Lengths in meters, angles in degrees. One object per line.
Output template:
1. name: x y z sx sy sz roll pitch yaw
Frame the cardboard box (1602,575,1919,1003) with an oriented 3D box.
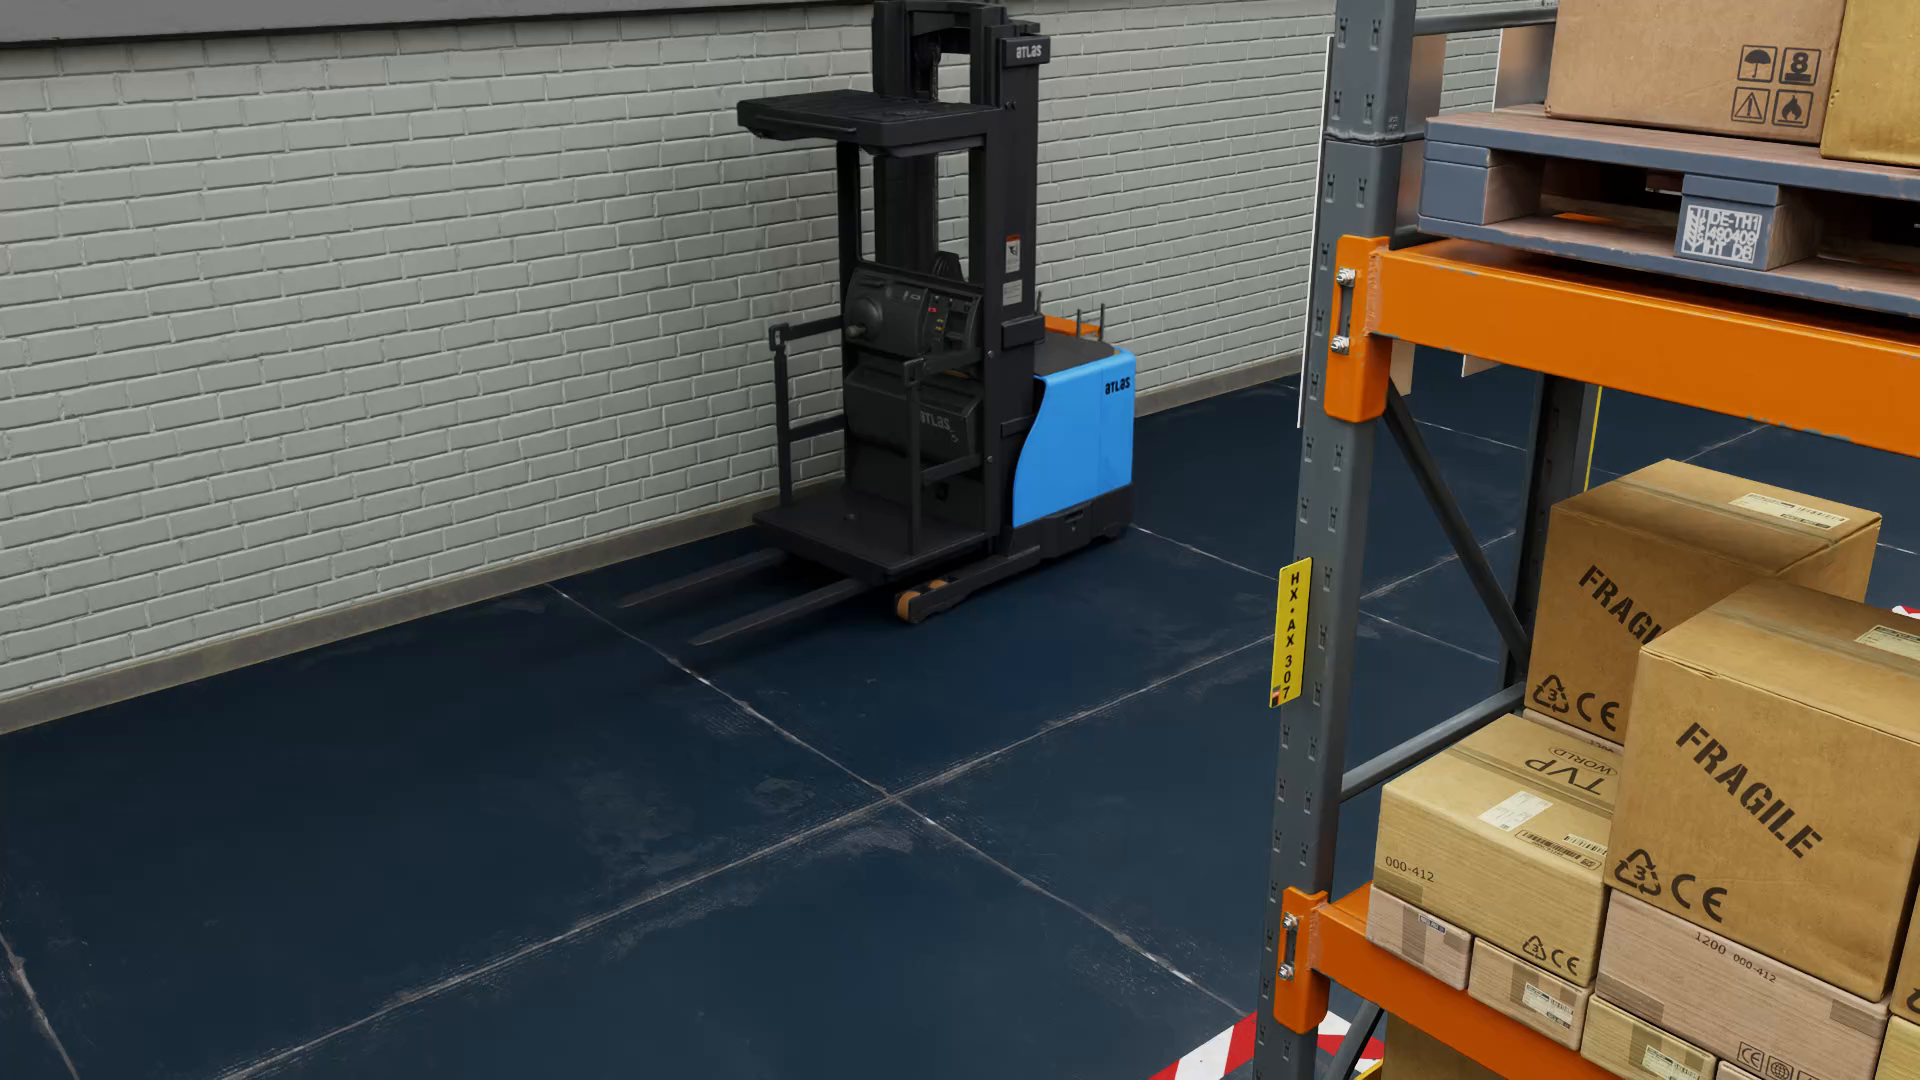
1. cardboard box: 1.568 0.427 3.050 0.500 0.500 0.500 -18 28 -39

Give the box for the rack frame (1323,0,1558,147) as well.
1. rack frame: 1.133 -2.283 2.975 1.000 3.000 0.127 -17 27 -37

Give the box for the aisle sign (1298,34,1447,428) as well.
1. aisle sign: 0.858 -0.649 3.463 0.394 0.787 0.004 -17 27 -37

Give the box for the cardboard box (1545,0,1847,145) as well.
1. cardboard box: 1.513 -1.044 3.075 0.700 0.500 0.500 -20 29 -41

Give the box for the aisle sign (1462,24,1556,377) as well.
1. aisle sign: 1.313 -0.792 3.828 0.394 0.787 0.004 -17 27 -37

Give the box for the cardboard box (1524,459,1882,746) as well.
1. cardboard box: 1.650 0.164 3.721 0.500 0.500 0.500 -17 27 -37

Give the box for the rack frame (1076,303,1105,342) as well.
1. rack frame: 0.753 -0.795 9.859 0.015 1.200 0.240 19 27 40

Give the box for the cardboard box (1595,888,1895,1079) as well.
1. cardboard box: 1.586 0.780 3.177 0.500 0.250 0.500 -18 28 -38

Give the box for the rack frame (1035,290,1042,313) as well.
1. rack frame: 0.397 -0.916 10.170 0.015 1.200 0.240 19 27 40

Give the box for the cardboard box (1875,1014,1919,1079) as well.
1. cardboard box: 1.911 0.920 2.820 0.500 0.250 0.500 -19 28 -39

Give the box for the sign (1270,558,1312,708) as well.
1. sign: 0.708 0.200 3.564 0.100 0.325 0.005 -17 27 -37

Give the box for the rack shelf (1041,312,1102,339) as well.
1. rack shelf: 0.581 -1.224 9.877 0.480 0.148 0.258 19 27 40

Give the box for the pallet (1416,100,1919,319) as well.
1. pallet: 1.625 -0.643 3.021 1.003 0.211 1.213 -17 27 -37

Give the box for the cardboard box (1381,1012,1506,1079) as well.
1. cardboard box: 1.611 1.462 3.977 0.875 0.875 0.875 -17 27 -37

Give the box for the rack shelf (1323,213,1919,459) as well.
1. rack shelf: 2.438 0.001 2.242 1.077 0.370 4.000 -17 27 -37

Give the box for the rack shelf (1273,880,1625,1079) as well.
1. rack shelf: 2.438 1.397 2.789 1.077 0.370 4.000 -17 27 -37

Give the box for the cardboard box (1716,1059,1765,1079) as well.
1. cardboard box: 1.621 1.017 3.120 0.380 0.149 0.250 -18 28 -38

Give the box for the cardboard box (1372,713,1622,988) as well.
1. cardboard box: 1.241 0.638 3.539 0.500 0.250 0.500 -18 28 -39

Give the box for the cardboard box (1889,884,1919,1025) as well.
1. cardboard box: 1.911 0.569 2.688 0.500 0.500 0.500 -18 28 -39

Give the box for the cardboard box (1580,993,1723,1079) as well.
1. cardboard box: 1.450 0.945 3.303 0.380 0.149 0.250 -18 28 -39

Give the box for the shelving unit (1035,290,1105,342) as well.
1. shelving unit: 0.575 -0.856 10.014 0.503 1.200 0.258 19 27 40

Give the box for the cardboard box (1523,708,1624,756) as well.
1. cardboard box: 1.650 0.512 3.862 0.500 0.250 0.500 -18 28 -38

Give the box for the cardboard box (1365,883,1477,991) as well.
1. cardboard box: 1.114 0.804 3.664 0.380 0.149 0.250 -17 27 -37

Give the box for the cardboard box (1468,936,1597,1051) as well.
1. cardboard box: 1.283 0.874 3.484 0.380 0.149 0.250 -18 28 -38

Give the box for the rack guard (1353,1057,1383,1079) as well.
1. rack guard: 1.117 1.667 4.542 1.175 0.500 0.348 -17 27 -37

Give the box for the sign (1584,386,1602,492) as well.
1. sign: 1.553 -0.265 4.135 0.100 0.325 0.005 -17 27 -37

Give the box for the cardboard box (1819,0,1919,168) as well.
1. cardboard box: 1.789 -0.860 2.604 0.700 0.500 0.500 -19 28 -39

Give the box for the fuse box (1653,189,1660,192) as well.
1. fuse box: 6.628 -3.261 15.464 0.539 1.711 0.414 -17 27 -37

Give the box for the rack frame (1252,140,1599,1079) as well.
1. rack frame: 1.133 0.510 4.069 1.000 3.000 0.127 -17 27 -37

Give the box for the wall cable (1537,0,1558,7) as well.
1. wall cable: 4.942 -3.889 13.865 0.585 1.953 0.123 -17 27 -37

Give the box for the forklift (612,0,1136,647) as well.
1. forklift: -0.396 -1.152 8.407 1.130 2.935 3.031 20 29 41
